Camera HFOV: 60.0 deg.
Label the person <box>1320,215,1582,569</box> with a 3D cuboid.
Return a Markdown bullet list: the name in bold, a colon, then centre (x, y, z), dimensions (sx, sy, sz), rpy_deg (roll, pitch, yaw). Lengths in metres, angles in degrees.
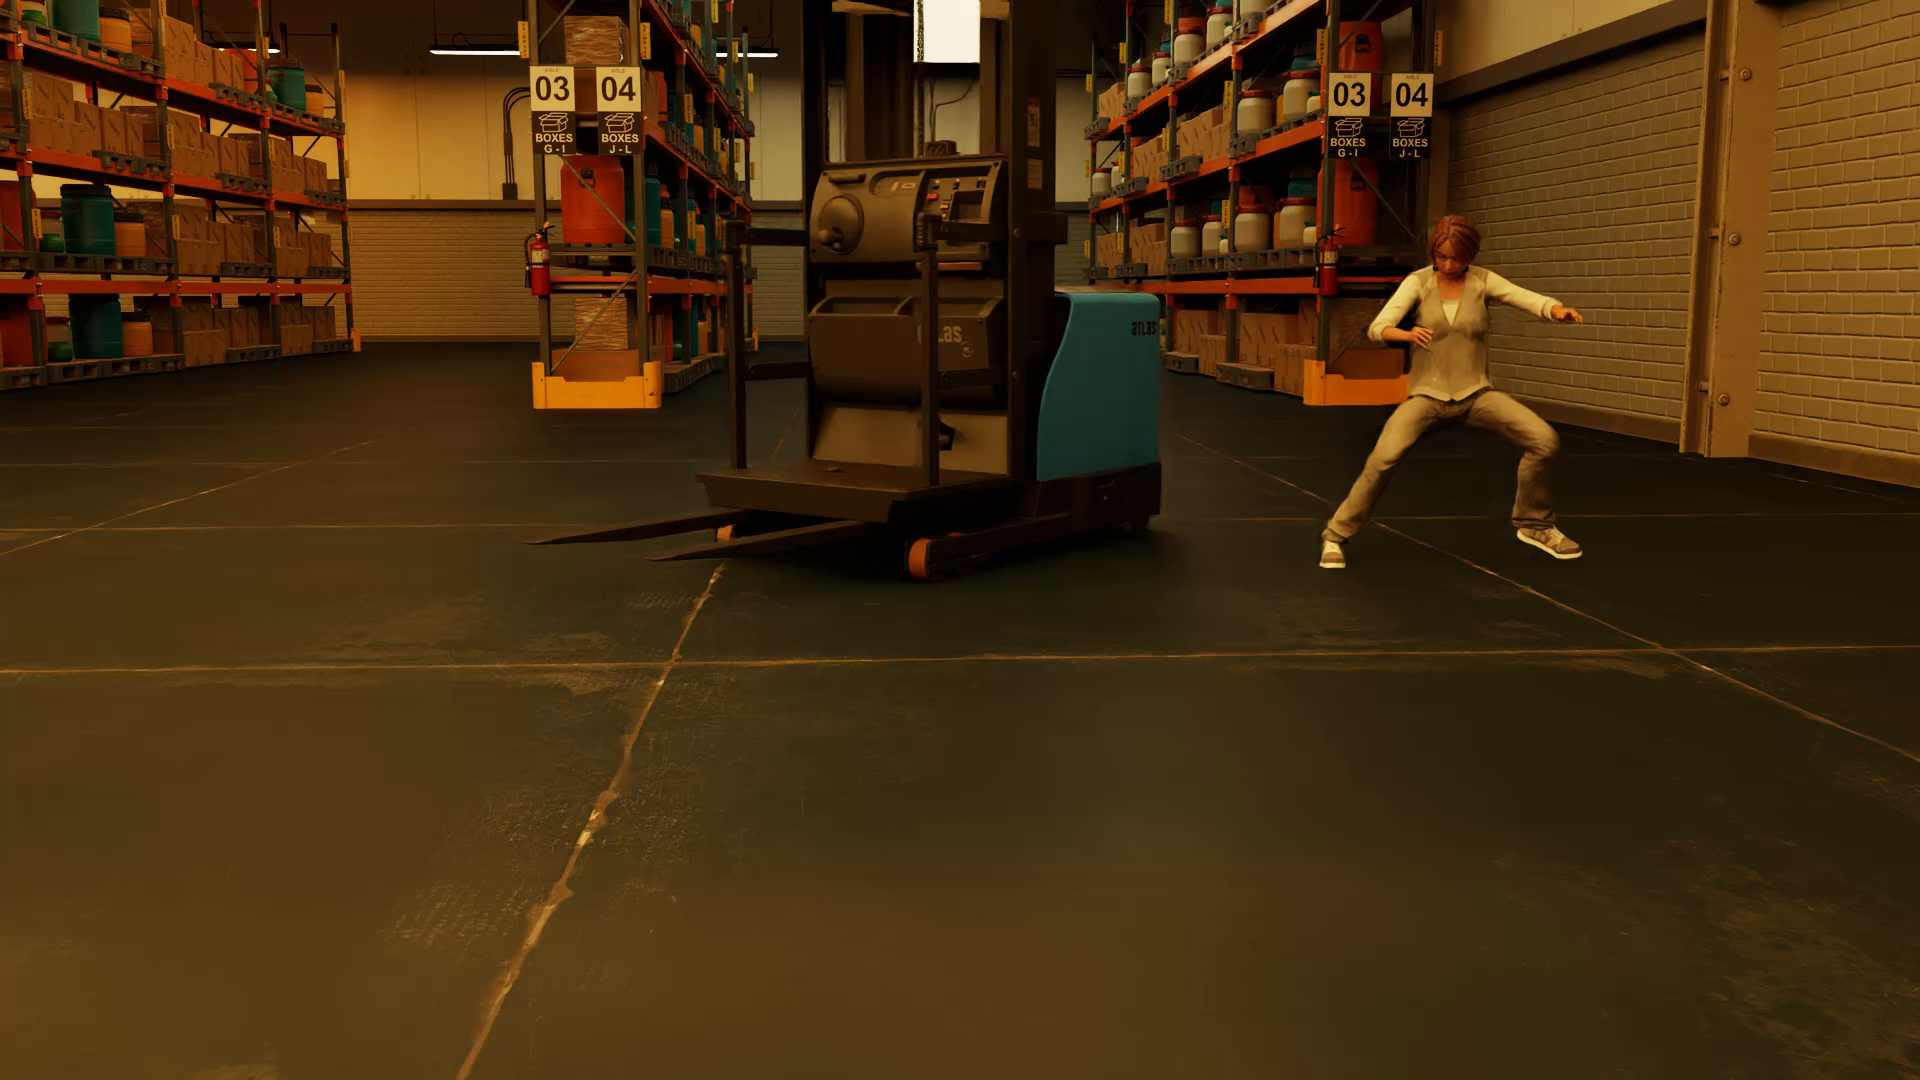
- **person**: centre (1.959, -0.568, 6.543), dimensions (1.010, 1.368, 0.630), rpy_deg (2, 9, 14)

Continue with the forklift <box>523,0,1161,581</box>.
- **forklift**: centre (-0.354, -1.374, 6.585), dimensions (1.130, 2.935, 3.031), rpy_deg (6, 10, 36)
